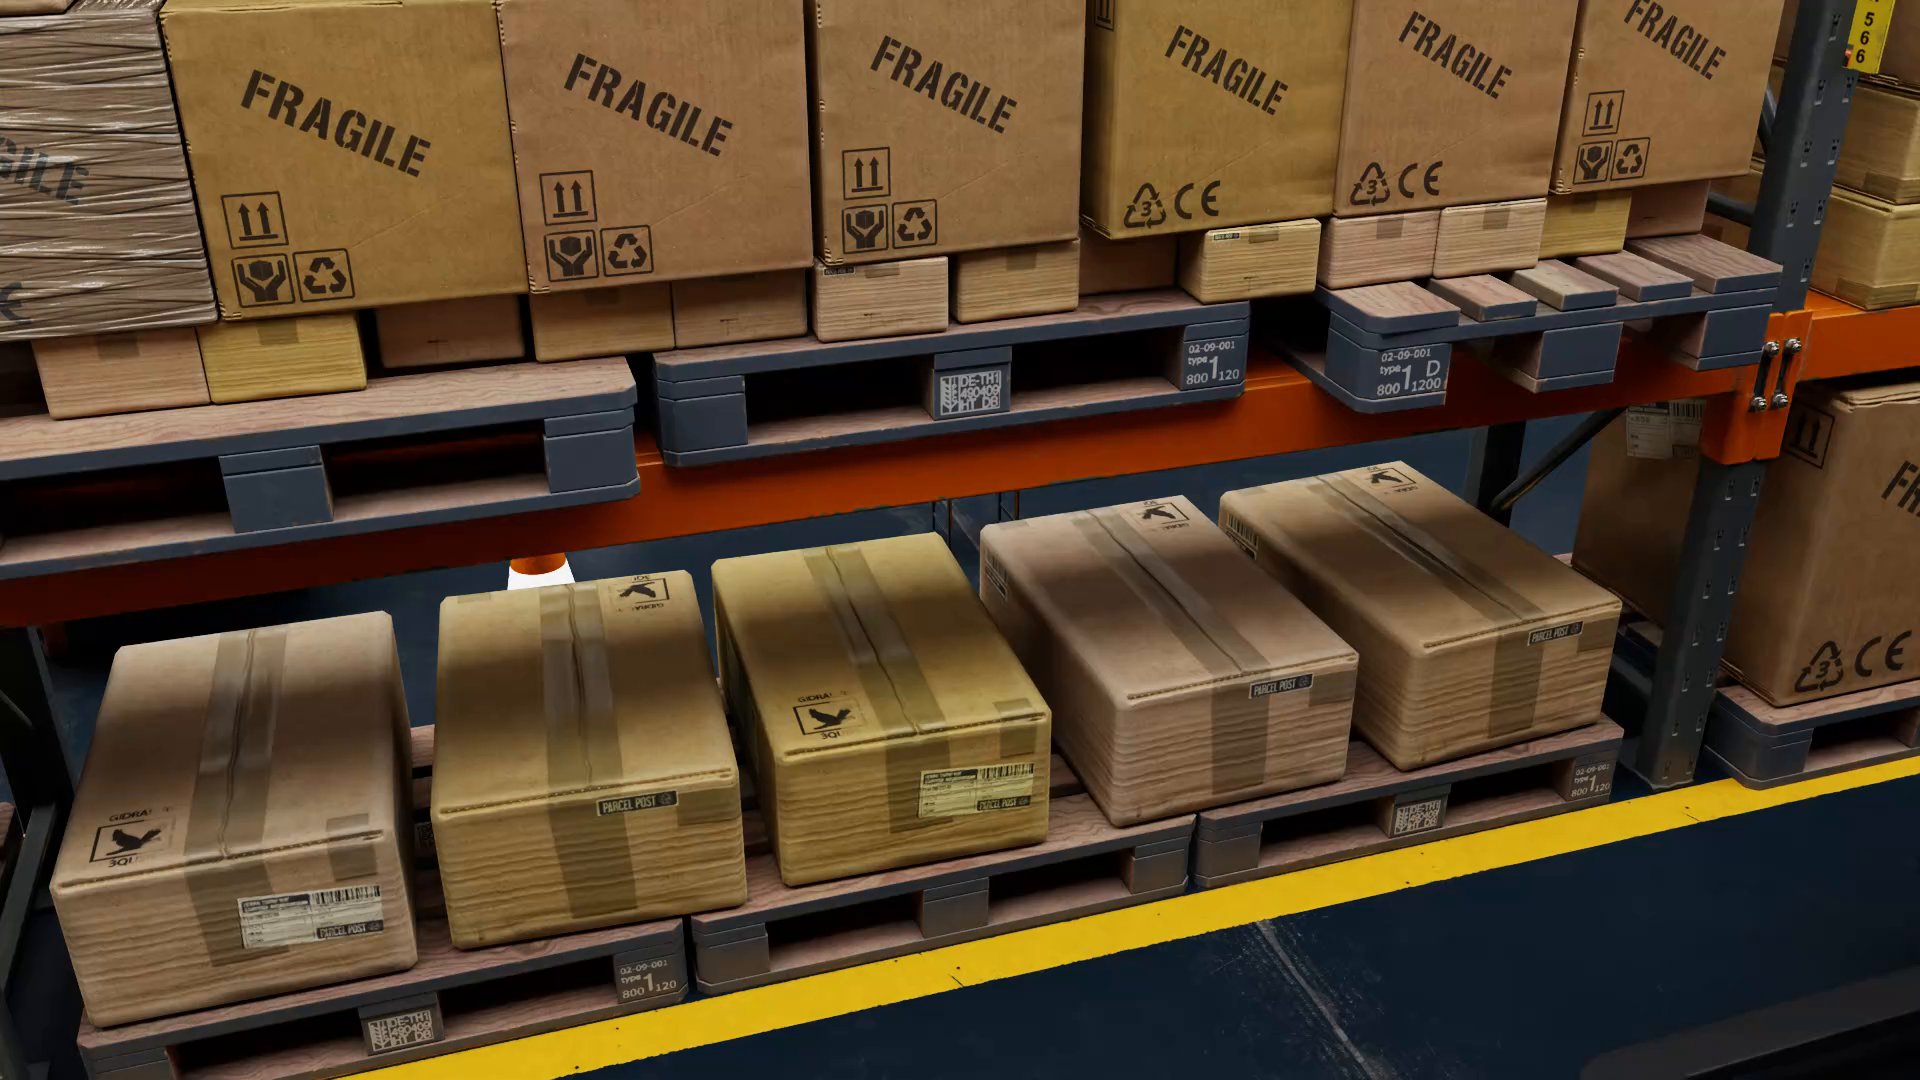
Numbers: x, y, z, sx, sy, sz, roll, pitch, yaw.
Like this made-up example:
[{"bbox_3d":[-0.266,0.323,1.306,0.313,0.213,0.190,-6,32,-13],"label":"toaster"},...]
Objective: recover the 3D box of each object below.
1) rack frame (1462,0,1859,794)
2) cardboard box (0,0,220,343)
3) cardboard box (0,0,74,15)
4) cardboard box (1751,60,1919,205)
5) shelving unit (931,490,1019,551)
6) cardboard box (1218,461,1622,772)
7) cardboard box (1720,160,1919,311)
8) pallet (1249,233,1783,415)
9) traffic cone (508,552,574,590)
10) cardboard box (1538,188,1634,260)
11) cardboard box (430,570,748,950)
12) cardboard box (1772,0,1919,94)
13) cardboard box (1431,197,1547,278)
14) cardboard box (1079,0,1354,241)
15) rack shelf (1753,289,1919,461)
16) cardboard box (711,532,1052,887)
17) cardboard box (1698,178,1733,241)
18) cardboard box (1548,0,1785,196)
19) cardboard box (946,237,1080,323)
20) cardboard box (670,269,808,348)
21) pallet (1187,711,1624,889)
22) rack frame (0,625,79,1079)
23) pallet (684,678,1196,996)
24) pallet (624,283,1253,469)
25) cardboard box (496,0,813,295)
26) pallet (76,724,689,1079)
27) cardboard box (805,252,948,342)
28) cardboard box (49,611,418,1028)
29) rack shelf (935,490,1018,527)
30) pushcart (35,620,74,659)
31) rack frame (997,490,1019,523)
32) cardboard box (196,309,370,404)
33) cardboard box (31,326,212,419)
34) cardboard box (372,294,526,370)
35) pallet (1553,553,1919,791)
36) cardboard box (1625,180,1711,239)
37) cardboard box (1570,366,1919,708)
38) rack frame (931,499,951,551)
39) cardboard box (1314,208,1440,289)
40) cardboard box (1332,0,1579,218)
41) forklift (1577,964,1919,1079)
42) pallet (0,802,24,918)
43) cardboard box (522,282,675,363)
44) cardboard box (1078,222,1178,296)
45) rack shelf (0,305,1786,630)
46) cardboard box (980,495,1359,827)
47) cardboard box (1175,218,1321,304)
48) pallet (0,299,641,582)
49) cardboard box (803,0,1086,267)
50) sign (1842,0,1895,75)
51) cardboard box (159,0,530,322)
[{"bbox_3d":[1.740,-0.893,4.175,0.127,3.000,1.000,-8,28,-16],"label":"rack frame"},{"bbox_3d":[-1.529,-0.651,2.769,0.500,0.500,0.500,-8,27,-15],"label":"cardboard box"},{"bbox_3d":[-1.507,-0.914,2.568,0.250,0.149,0.380,-8,28,-16],"label":"cardboard box"},{"bbox_3d":[2.298,-1.015,4.027,0.500,0.250,0.500,-8,28,-16],"label":"cardboard box"},{"bbox_3d":[0.051,-0.478,5.531,0.252,1.050,0.215,-8,28,-16],"label":"shelving unit"},{"bbox_3d":[1.199,0.170,4.517,0.625,0.372,0.950,-10,28,-20],"label":"cardboard box"},{"bbox_3d":[2.283,-0.786,4.130,0.500,0.250,0.500,-9,28,-17],"label":"cardboard box"},{"bbox_3d":[1.095,-0.664,3.929,1.003,0.211,1.213,-8,28,-16],"label":"pallet"},{"bbox_3d":[-1.318,0.032,5.166,0.334,0.463,0.336,-8,28,-16],"label":"traffic cone"},{"bbox_3d":[1.268,-0.756,3.710,0.250,0.149,0.380,-8,27,-15],"label":"cardboard box"},{"bbox_3d":[-0.883,0.473,3.906,0.625,0.372,0.950,-7,27,-13],"label":"cardboard box"},{"bbox_3d":[2.284,-1.350,3.859,0.500,0.500,0.500,-9,28,-18],"label":"cardboard box"},{"bbox_3d":[1.043,-0.702,3.602,0.250,0.149,0.380,-8,28,-17],"label":"cardboard box"},{"bbox_3d":[0.426,-0.933,3.336,0.500,0.500,0.500,-10,28,-20],"label":"cardboard box"},{"bbox_3d":[3.641,-0.846,4.889,4.000,0.370,1.077,-8,28,-16],"label":"rack shelf"},{"bbox_3d":[-0.223,0.377,4.100,0.625,0.372,0.950,-7,27,-14],"label":"cardboard box"},{"bbox_3d":[2.140,-1.005,4.569,0.500,0.250,0.500,-9,28,-18],"label":"cardboard box"},{"bbox_3d":[1.393,-1.079,3.630,0.500,0.500,0.500,-9,28,-18],"label":"cardboard box"},{"bbox_3d":[0.052,-0.577,3.349,0.250,0.149,0.380,-9,28,-18],"label":"cardboard box"},{"bbox_3d":[-0.461,-0.513,3.220,0.250,0.149,0.380,-8,28,-16],"label":"cardboard box"},{"bbox_3d":[0.996,0.463,4.579,1.213,0.211,1.003,-8,28,-16],"label":"pallet"},{"bbox_3d":[-2.064,-0.342,3.065,0.127,3.000,1.000,-8,28,-16],"label":"rack frame"},{"bbox_3d":[-0.162,0.630,4.244,1.213,0.211,1.003,-8,28,-16],"label":"pallet"},{"bbox_3d":[-0.130,-0.517,3.633,1.213,0.211,1.003,-8,28,-16],"label":"pallet"},{"bbox_3d":[-0.579,-0.783,3.034,0.500,0.500,0.500,-8,28,-16],"label":"cardboard box"},{"bbox_3d":[-1.324,0.799,3.902,1.213,0.211,1.003,-8,28,-16],"label":"pallet"},{"bbox_3d":[-0.193,-0.528,3.250,0.250,0.149,0.380,-7,27,-14],"label":"cardboard box"},{"bbox_3d":[-1.566,0.574,3.704,0.625,0.372,0.950,-8,27,-15],"label":"cardboard box"},{"bbox_3d":[0.051,-0.219,5.660,0.240,0.259,0.215,-8,28,-16],"label":"rack shelf"},{"bbox_3d":[-2.817,-0.124,5.576,0.936,0.377,1.648,-19,32,-33],"label":"pushcart"},{"bbox_3d":[0.167,-0.494,5.565,0.008,1.050,0.200,-8,28,-16],"label":"rack frame"},{"bbox_3d":[-1.200,-0.391,2.974,0.250,0.149,0.380,-8,27,-15],"label":"cardboard box"},{"bbox_3d":[-1.440,-0.360,2.912,0.250,0.149,0.380,-8,27,-15],"label":"cardboard box"},{"bbox_3d":[-0.954,-0.462,3.117,0.250,0.149,0.380,-6,27,-13],"label":"cardboard box"},{"bbox_3d":[2.513,0.280,4.949,1.213,0.211,1.003,-8,28,-16],"label":"pallet"},{"bbox_3d":[1.501,-0.824,3.846,0.250,0.149,0.380,-7,27,-14],"label":"cardboard box"},{"bbox_3d":[2.422,-0.189,4.675,0.875,0.875,0.875,-8,28,-17],"label":"cardboard box"},{"bbox_3d":[-0.065,-0.461,5.498,0.008,1.050,0.200,-8,28,-16],"label":"rack frame"},{"bbox_3d":[0.801,-0.671,3.539,0.250,0.149,0.380,-10,28,-19],"label":"cardboard box"},{"bbox_3d":[0.905,-1.003,3.477,0.500,0.500,0.500,-9,28,-17],"label":"cardboard box"},{"bbox_3d":[2.720,-0.168,2.792,3.031,2.935,1.130,-9,28,-17],"label":"forklift"},{"bbox_3d":[-2.691,1.015,3.469,1.213,0.211,1.003,-8,28,-16],"label":"pallet"},{"bbox_3d":[-0.697,-0.480,3.153,0.250,0.149,0.380,-8,27,-15],"label":"cardboard box"},{"bbox_3d":[0.265,-0.646,3.488,0.250,0.149,0.380,-8,28,-16],"label":"cardboard box"},{"bbox_3d":[-0.162,-0.295,3.780,4.000,0.370,1.077,-8,28,-16],"label":"rack shelf"},{"bbox_3d":[0.500,0.275,4.306,0.625,0.372,0.950,-9,28,-17],"label":"cardboard box"},{"bbox_3d":[0.543,-0.627,3.451,0.250,0.149,0.380,-8,27,-15],"label":"cardboard box"},{"bbox_3d":[-1.292,-0.300,3.196,1.213,0.211,1.003,-8,28,-16],"label":"pallet"},{"bbox_3d":[-0.094,-0.858,3.186,0.500,0.500,0.500,-9,28,-18],"label":"cardboard box"},{"bbox_3d":[1.917,-1.148,3.475,0.005,0.325,0.100,-8,28,-16],"label":"sign"},{"bbox_3d":[-1.053,-0.720,2.909,0.500,0.500,0.500,-8,28,-16],"label":"cardboard box"}]
